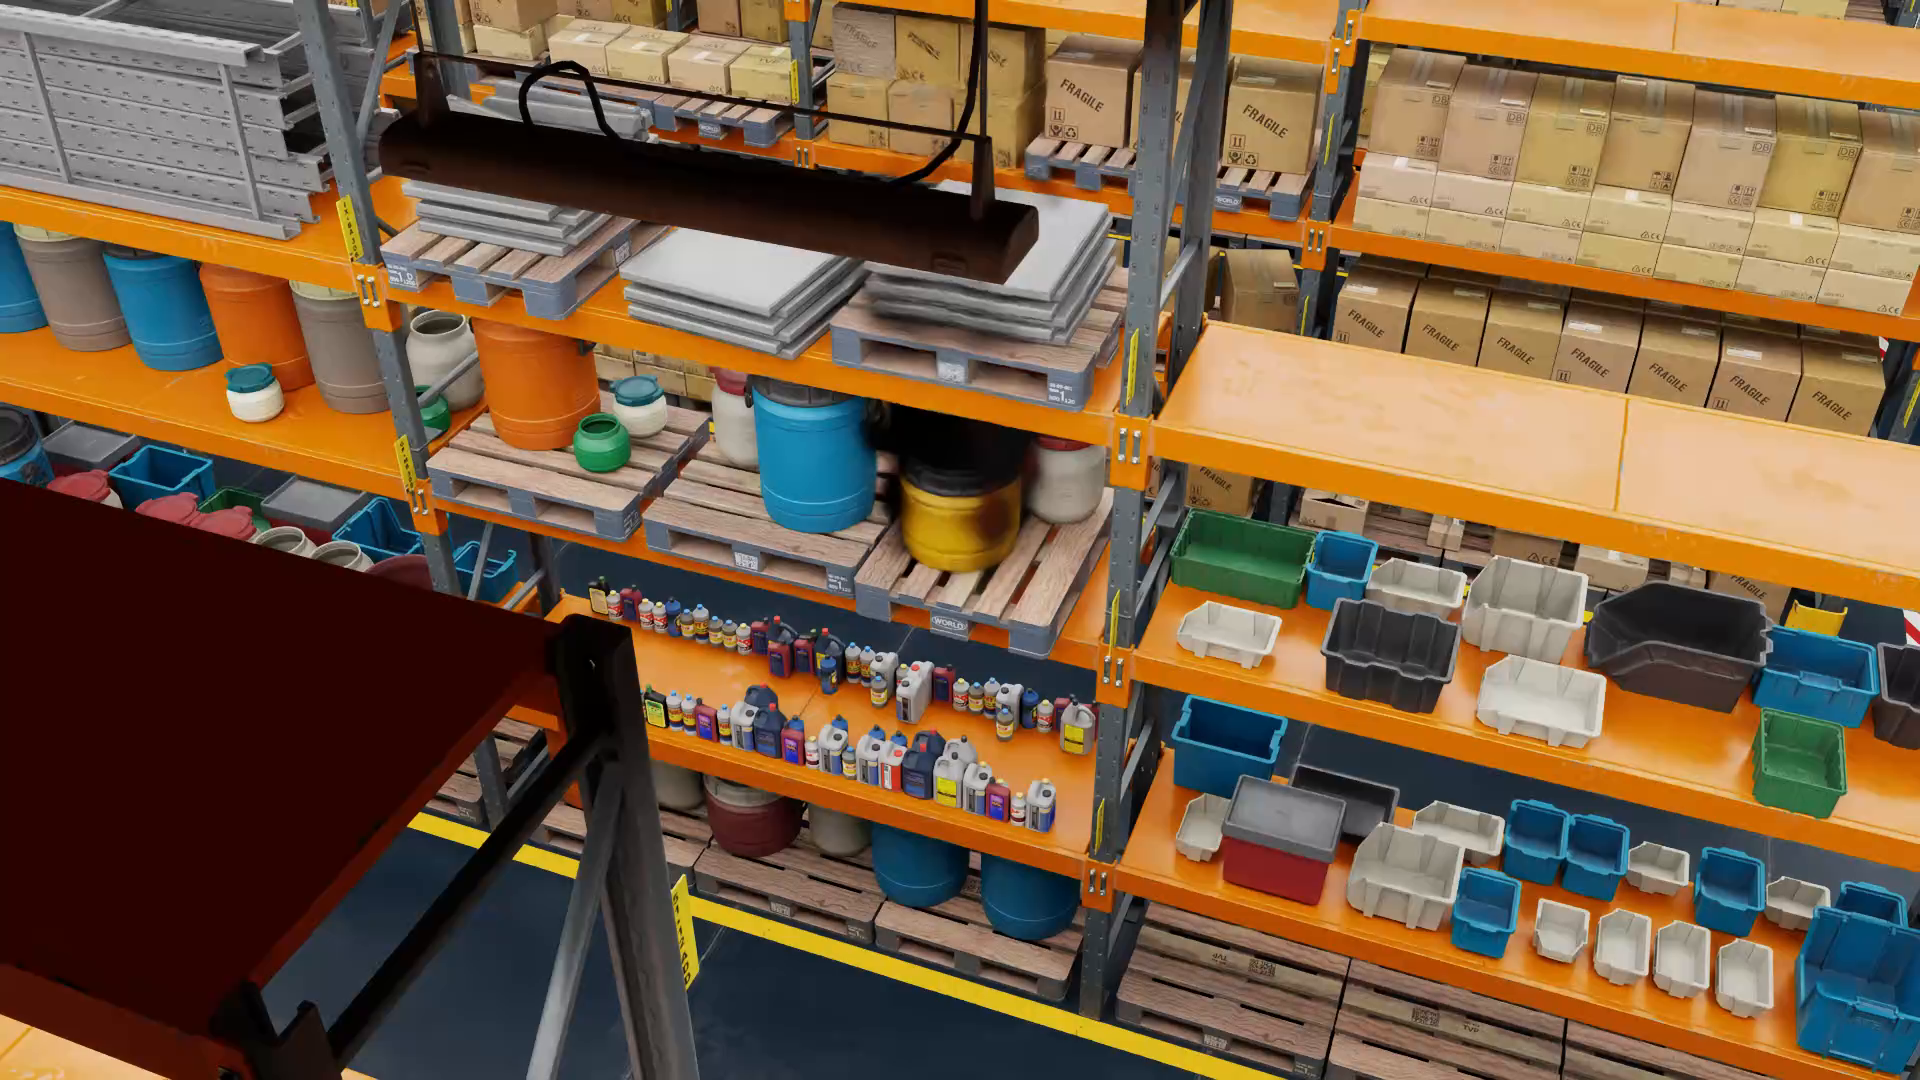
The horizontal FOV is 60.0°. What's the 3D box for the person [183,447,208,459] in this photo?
[{"bbox_3d":[-6.085,-1.159,13.528,1.098,1.757,0.671,7,37,10],"label":"person"}]
